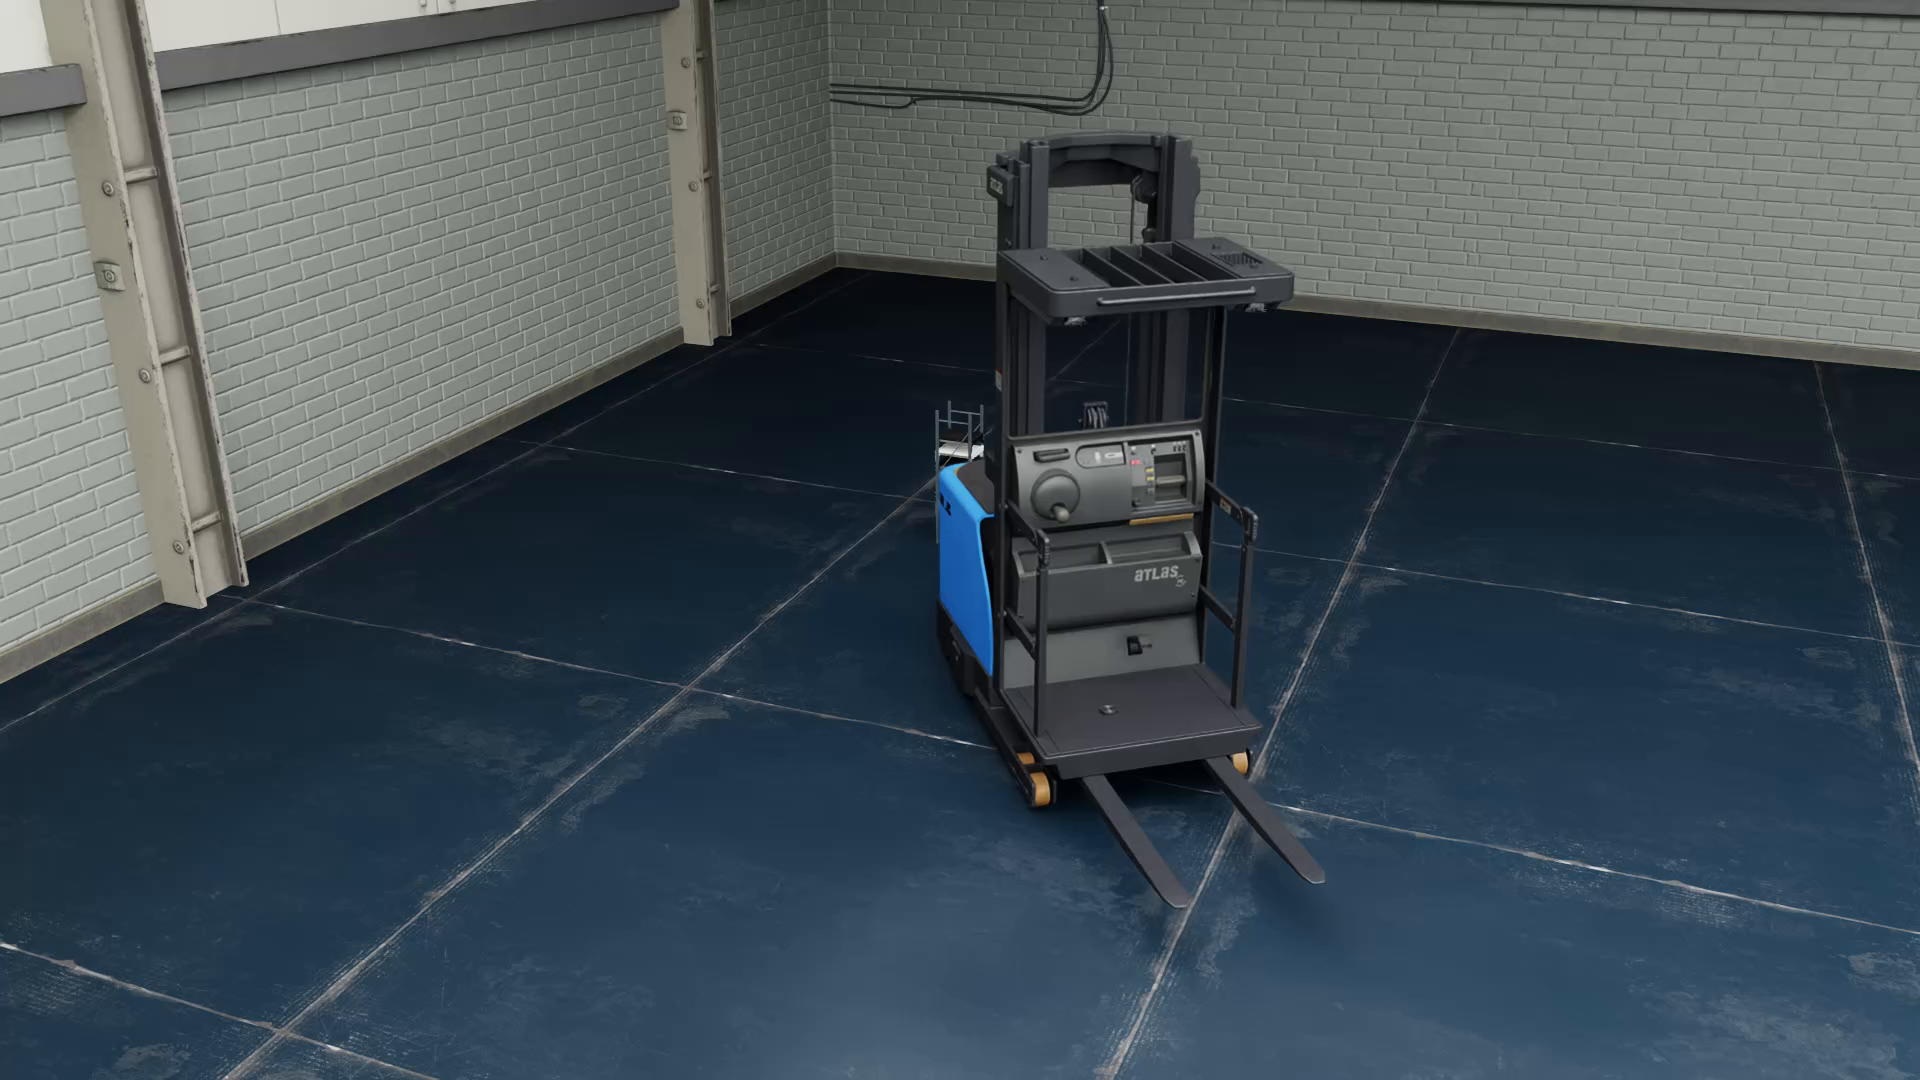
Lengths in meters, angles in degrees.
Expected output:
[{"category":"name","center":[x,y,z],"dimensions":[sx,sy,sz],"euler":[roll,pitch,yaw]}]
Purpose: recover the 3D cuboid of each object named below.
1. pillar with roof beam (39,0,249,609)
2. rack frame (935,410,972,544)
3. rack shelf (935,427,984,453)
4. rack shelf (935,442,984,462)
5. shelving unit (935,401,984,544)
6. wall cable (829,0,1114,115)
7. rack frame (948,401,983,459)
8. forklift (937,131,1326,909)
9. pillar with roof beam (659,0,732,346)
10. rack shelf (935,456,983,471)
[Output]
[{"category":"pillar with roof beam","center":[-0.538,-3.223,6.791],"dimensions":[9.100,9.000,0.400],"euler":[9,24,20]},{"category":"rack frame","center":[-0.041,-0.376,10.483],"dimensions":[0.240,0.900,0.006],"euler":[9,24,20]},{"category":"rack shelf","center":[-0.003,-0.631,10.478],"dimensions":[0.258,0.077,0.200],"euler":[9,24,20]},{"category":"rack shelf","center":[-0.003,-0.548,10.513],"dimensions":[0.258,0.077,0.200],"euler":[9,24,20]},{"category":"shelving unit","center":[-0.003,-0.412,10.570],"dimensions":[0.258,0.900,0.210],"euler":[9,24,20]},{"category":"wall cable","center":[0.016,-5.419,16.076],"dimensions":[3.097,2.526,0.112],"euler":[9,24,20]},{"category":"rack frame","center":[0.035,-0.449,10.657],"dimensions":[0.240,0.900,0.006],"euler":[9,24,20]},{"category":"forklift","center":[0.766,-0.272,7.599],"dimensions":[1.130,2.935,3.031],"euler":[-6,23,-15]},{"category":"pillar with roof beam","center":[1.691,-5.370,11.932],"dimensions":[9.100,9.000,0.400],"euler":[9,24,20]},{"category":"rack shelf","center":[-0.003,-0.465,10.548],"dimensions":[0.258,0.077,0.200],"euler":[9,24,20]}]
